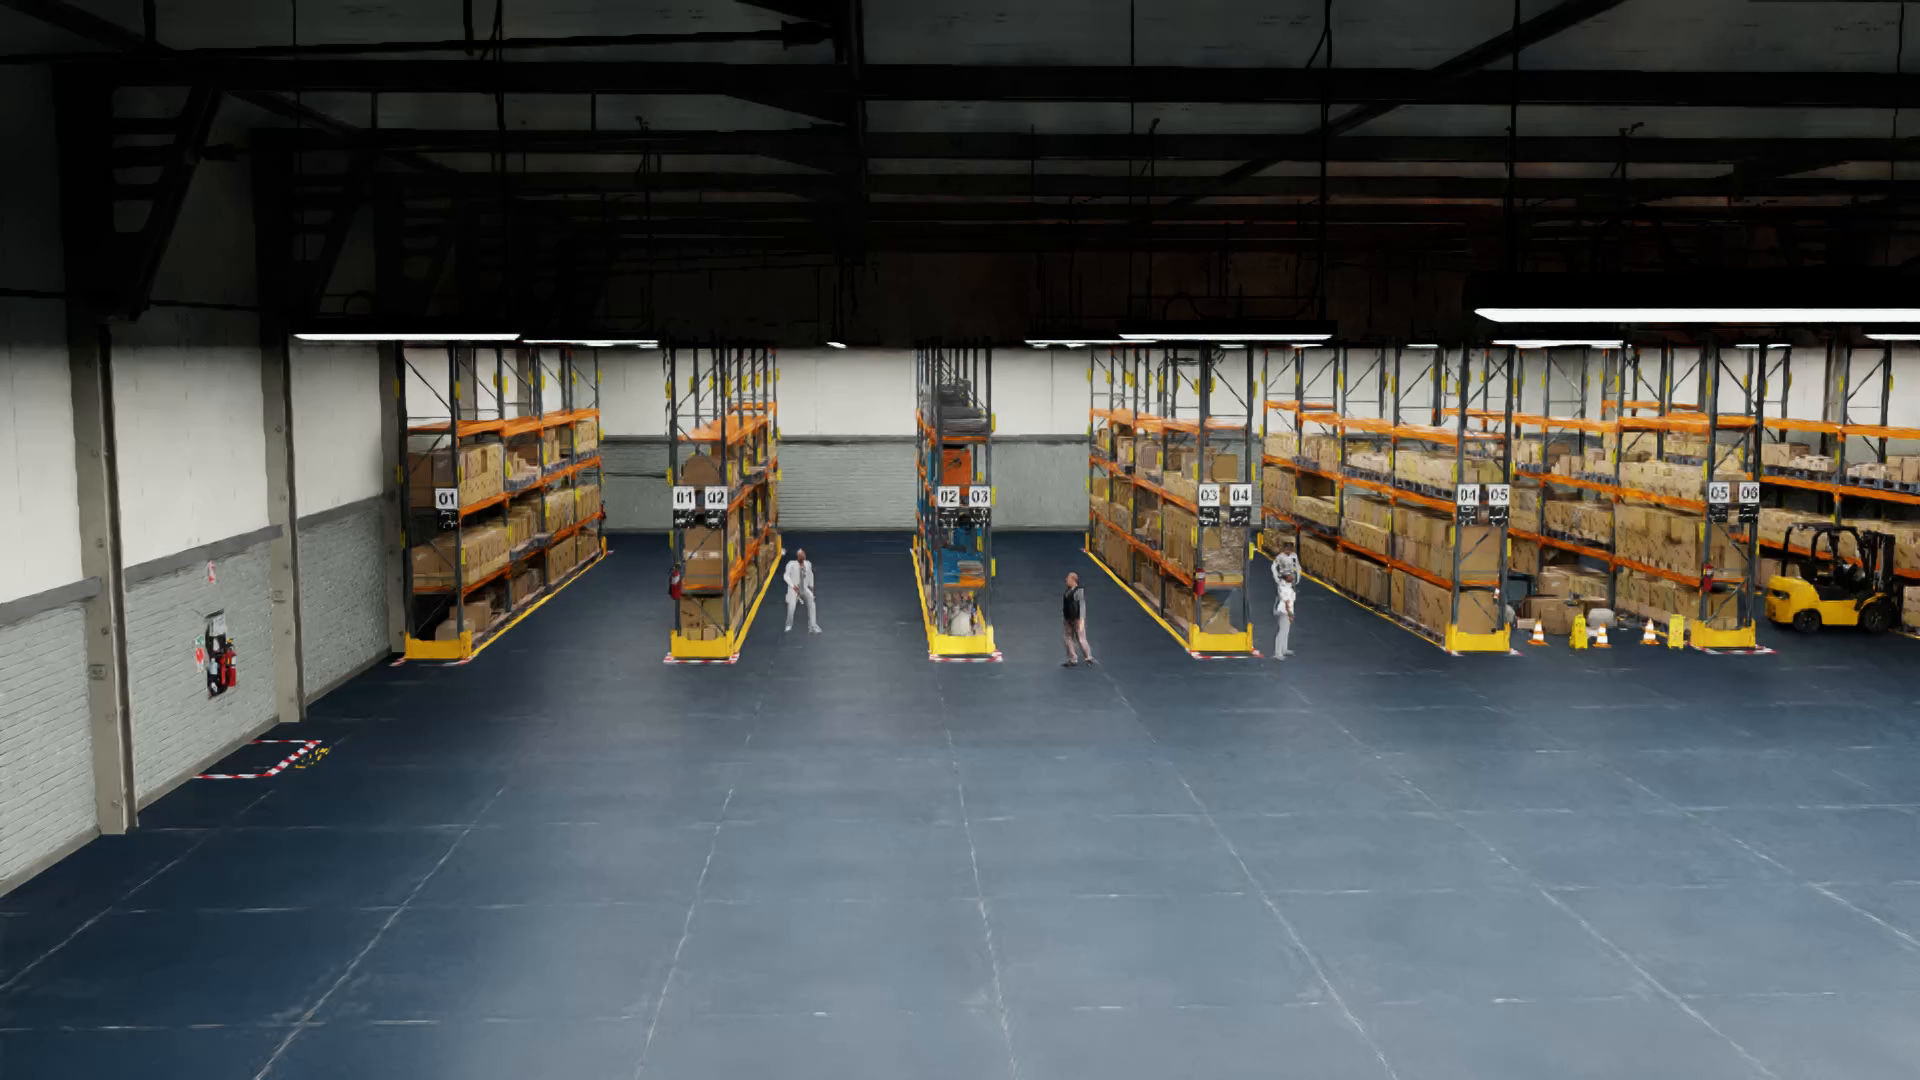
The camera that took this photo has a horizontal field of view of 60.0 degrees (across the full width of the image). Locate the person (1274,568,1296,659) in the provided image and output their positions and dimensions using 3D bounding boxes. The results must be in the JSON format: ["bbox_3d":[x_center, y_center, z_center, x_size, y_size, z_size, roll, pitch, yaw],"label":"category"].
[{"bbox_3d":[6.064,1.357,31.022,0.379,1.679,0.628,1,7,11],"label":"person"}]

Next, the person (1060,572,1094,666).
[{"bbox_3d":[2.131,1.439,30.342,0.538,1.715,0.588,-4,7,-28],"label":"person"}]

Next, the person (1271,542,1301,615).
[{"bbox_3d":[7.073,0.829,36.077,0.639,1.628,0.512,0,7,-4],"label":"person"}]

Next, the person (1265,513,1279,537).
[{"bbox_3d":[9.240,-0.750,49.421,0.580,1.742,0.588,4,8,33],"label":"person"}]

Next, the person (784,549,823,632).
[{"bbox_3d":[-3.264,1.023,33.811,0.716,1.719,0.858,-3,7,-23],"label":"person"}]
